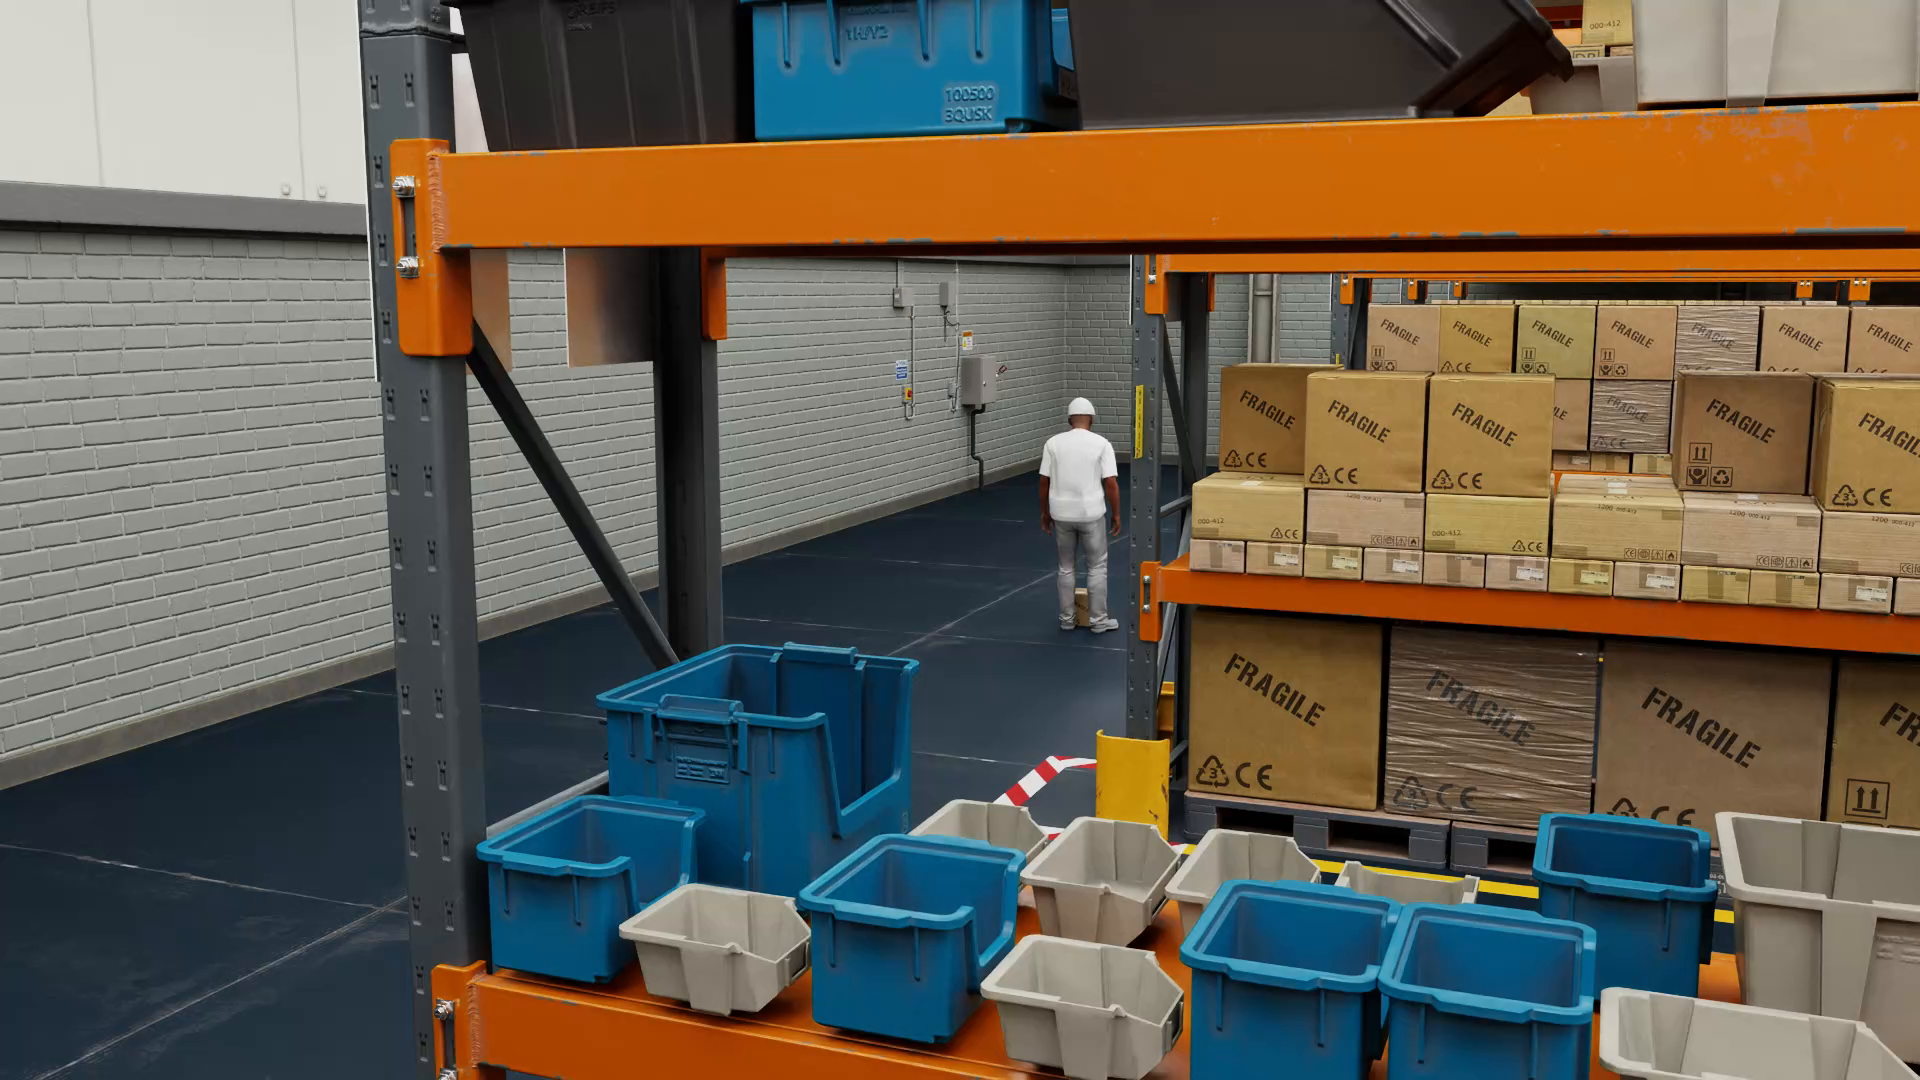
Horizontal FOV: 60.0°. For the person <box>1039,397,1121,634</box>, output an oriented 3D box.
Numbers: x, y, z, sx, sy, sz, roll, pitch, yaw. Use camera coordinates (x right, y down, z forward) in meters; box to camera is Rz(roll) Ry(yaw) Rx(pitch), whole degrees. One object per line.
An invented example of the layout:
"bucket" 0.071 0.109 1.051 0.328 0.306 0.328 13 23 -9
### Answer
"person" 0.909 -0.192 12.551 0.629 1.761 0.462 3 9 21
